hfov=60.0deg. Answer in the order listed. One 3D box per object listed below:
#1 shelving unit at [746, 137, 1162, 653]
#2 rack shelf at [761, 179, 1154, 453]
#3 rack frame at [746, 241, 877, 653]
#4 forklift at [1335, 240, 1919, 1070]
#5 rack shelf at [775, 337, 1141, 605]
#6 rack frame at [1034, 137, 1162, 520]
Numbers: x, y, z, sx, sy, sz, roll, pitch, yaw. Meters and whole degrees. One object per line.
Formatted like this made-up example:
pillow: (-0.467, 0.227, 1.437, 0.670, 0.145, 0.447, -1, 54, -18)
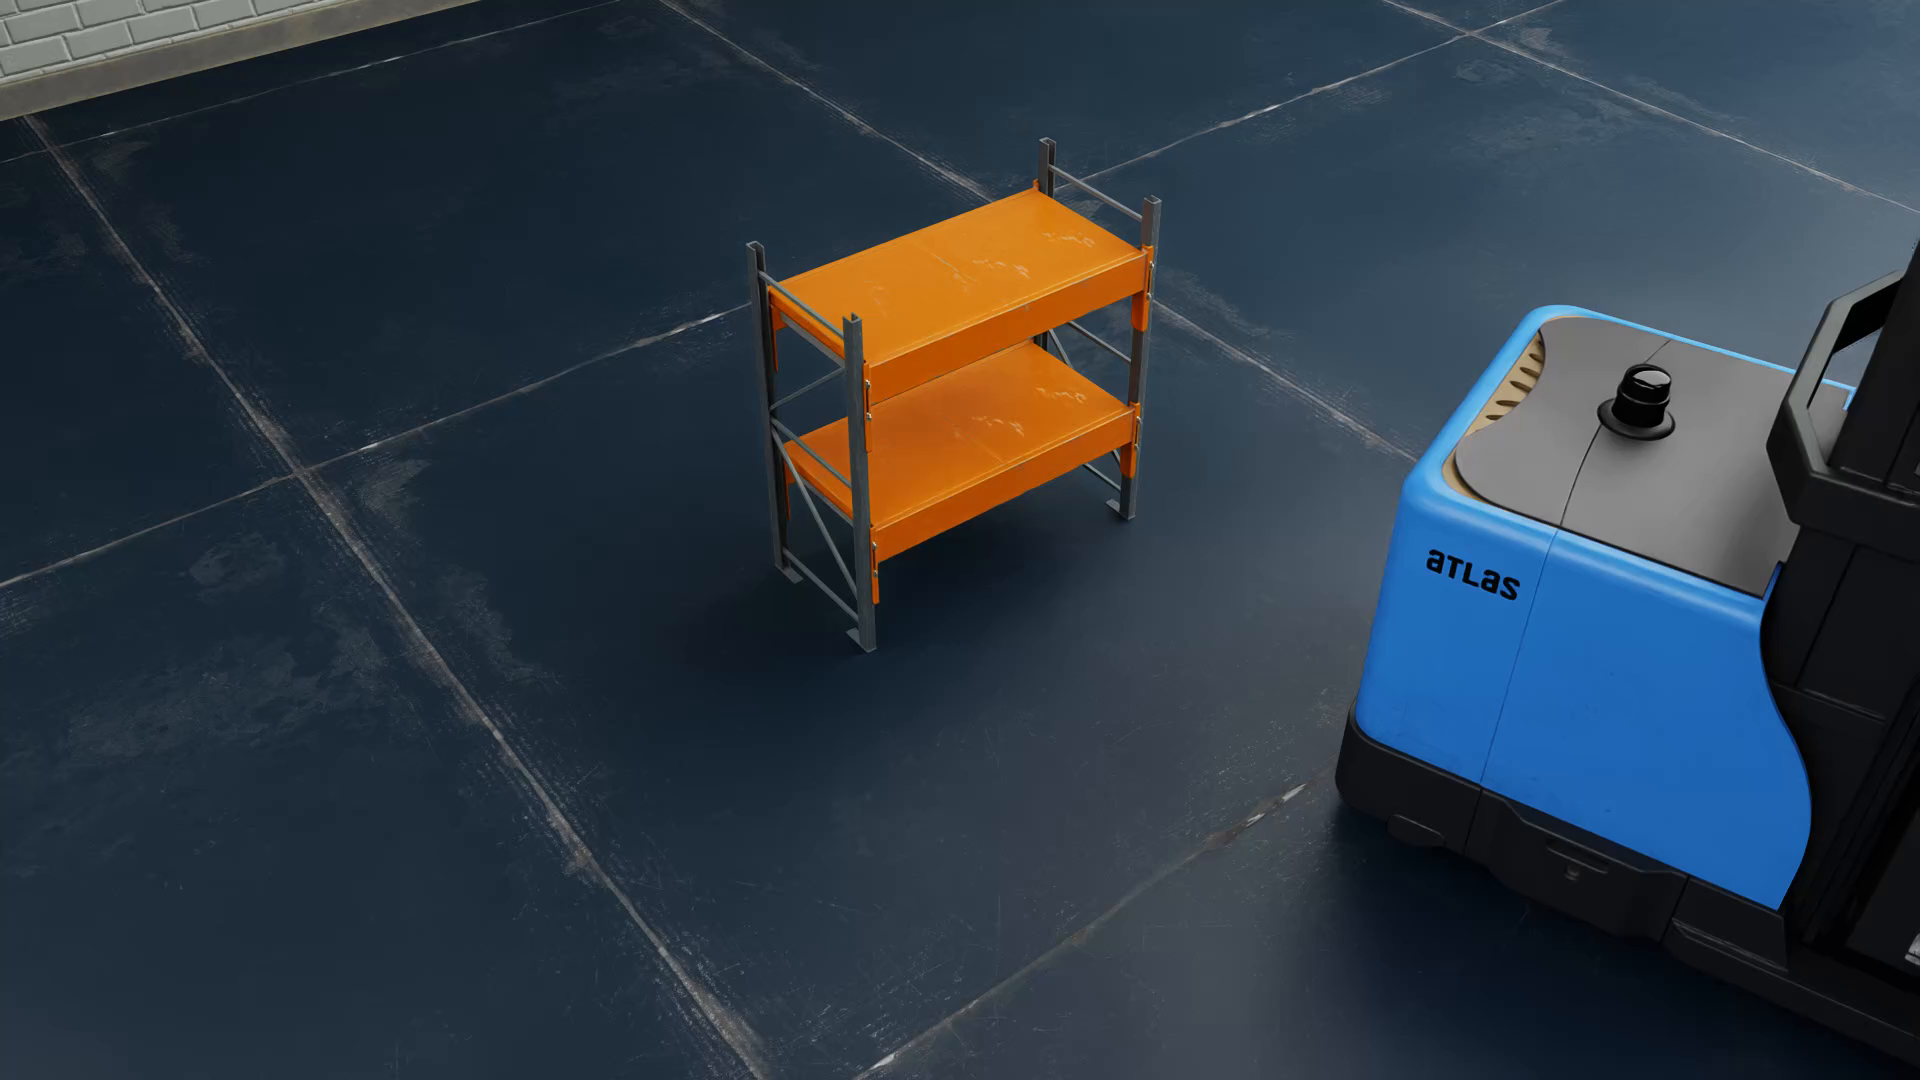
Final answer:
shelving unit: (-0.005, -0.432, 4.890, 1.048, 1.125, 0.538, -26, 46, -28)
rack shelf: (-0.005, -0.659, 4.704, 1.000, 0.278, 0.538, -26, 46, -28)
rack frame: (-0.408, -0.236, 4.651, 0.032, 1.125, 0.500, -26, 46, -28)
forklift: (2.498, -0.172, 3.148, 3.031, 2.935, 1.130, 22, 44, 25)
rack shelf: (-0.005, -0.243, 5.045, 1.000, 0.278, 0.538, -26, 46, -28)
rack frame: (0.398, -0.629, 5.130, 0.032, 1.125, 0.500, -26, 46, -28)
